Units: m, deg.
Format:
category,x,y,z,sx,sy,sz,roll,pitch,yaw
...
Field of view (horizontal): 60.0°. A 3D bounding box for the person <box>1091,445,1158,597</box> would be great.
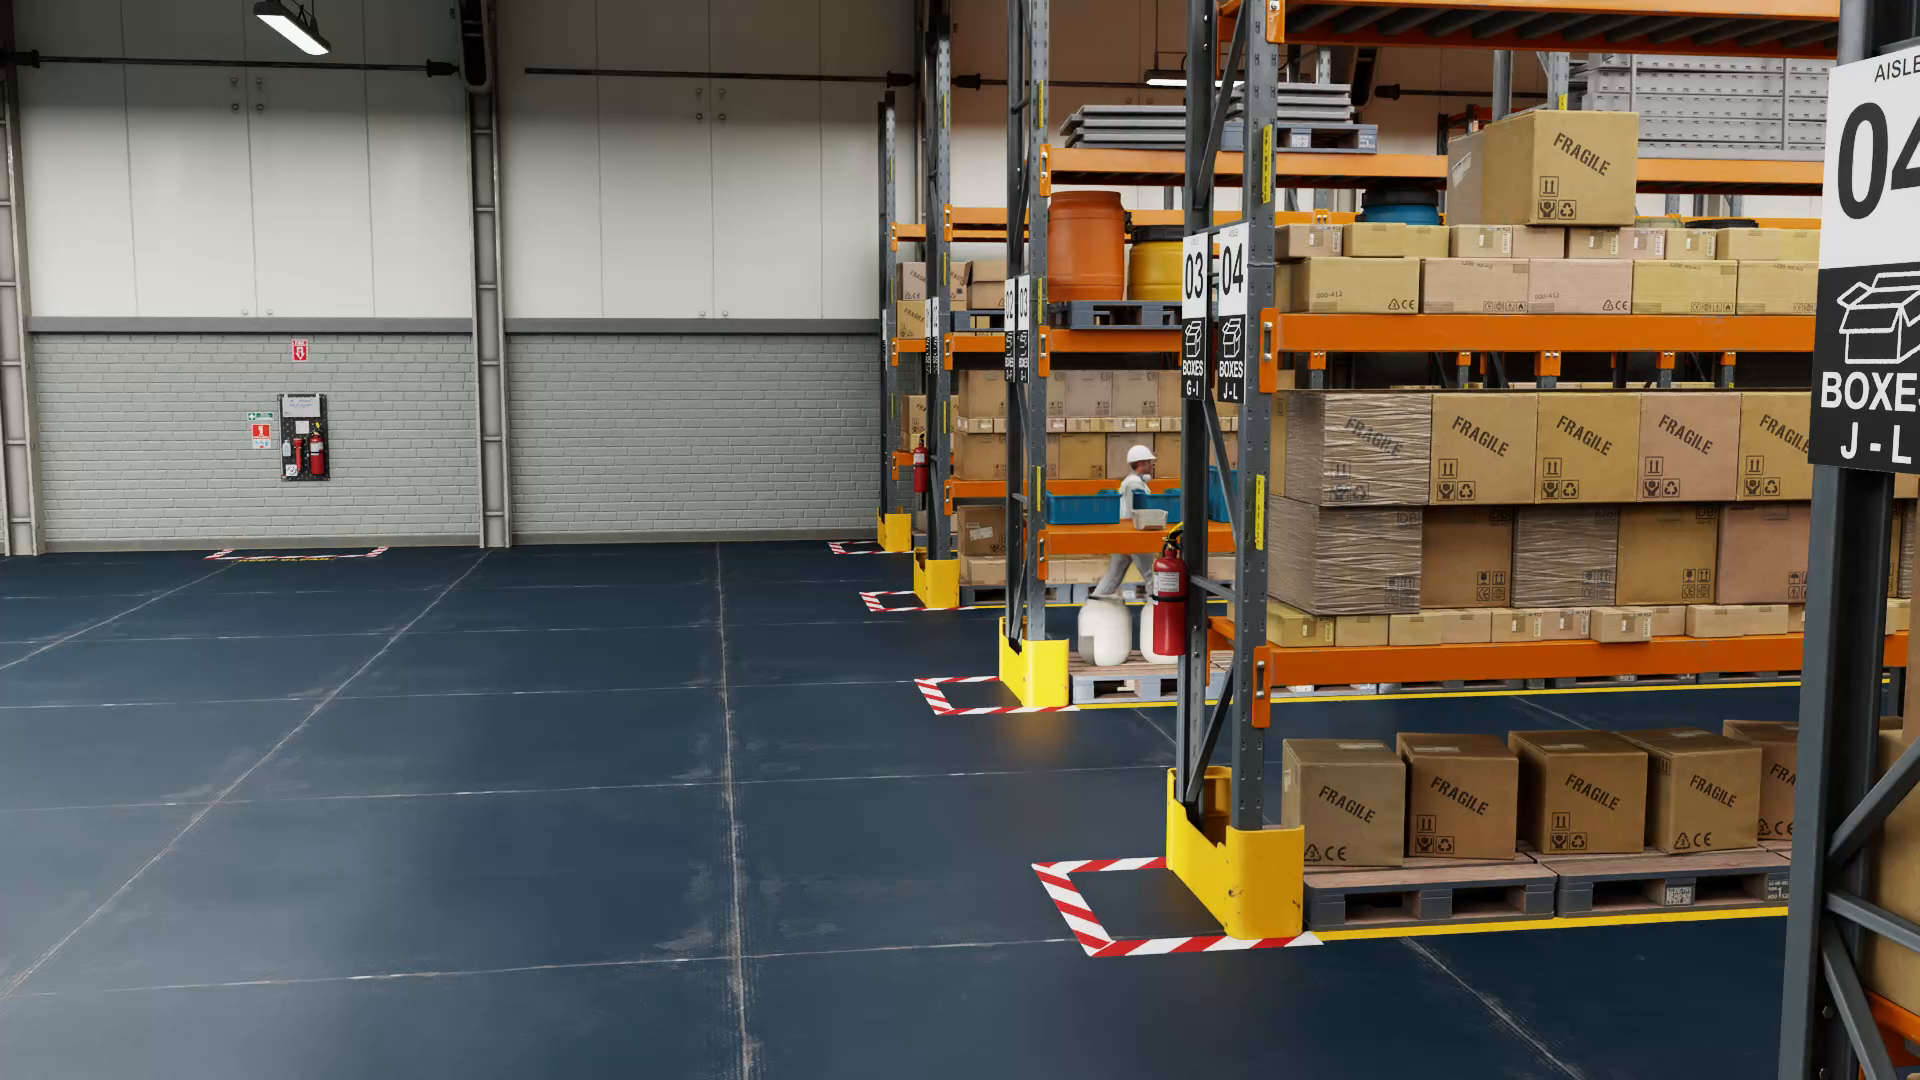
category,x,y,z,sx,sy,sz,roll,pitch,yaw
person,1.681,-0.038,15.879,1.003,1.728,0.549,-1,6,-5
